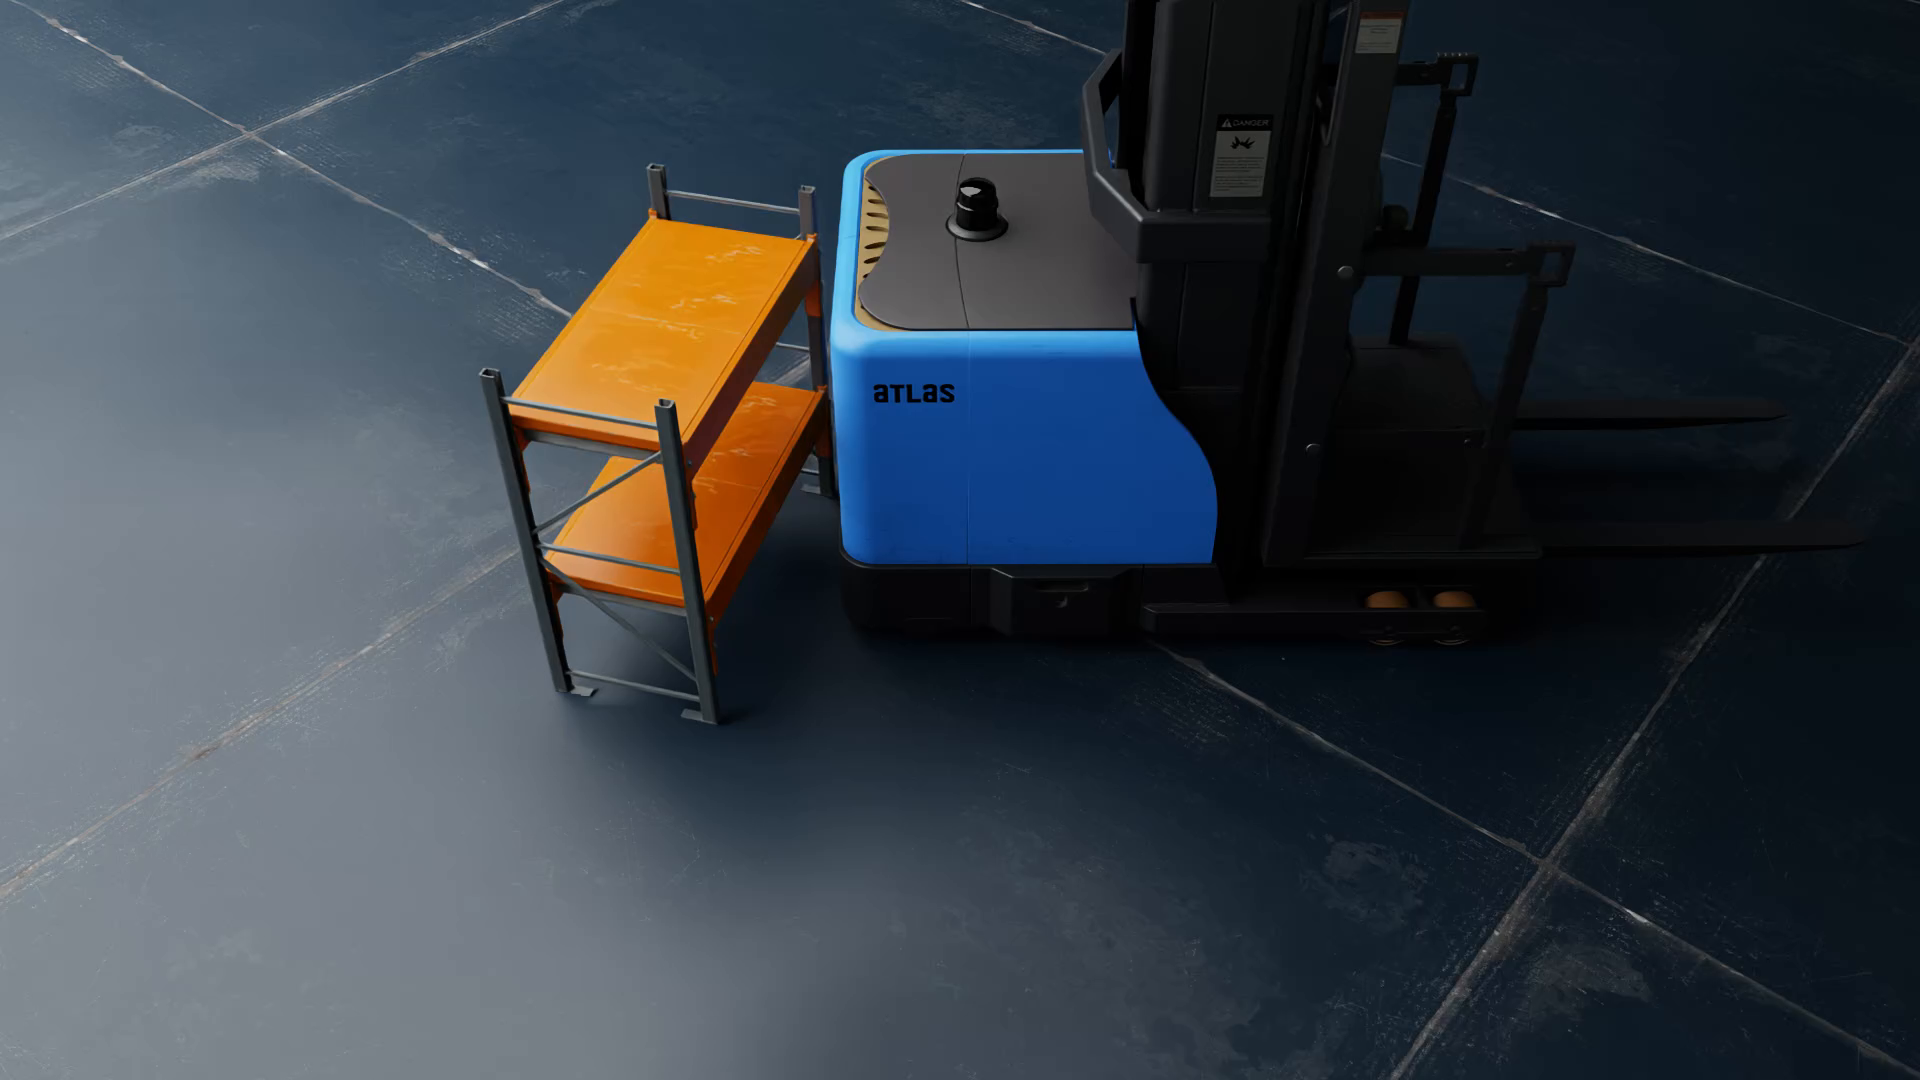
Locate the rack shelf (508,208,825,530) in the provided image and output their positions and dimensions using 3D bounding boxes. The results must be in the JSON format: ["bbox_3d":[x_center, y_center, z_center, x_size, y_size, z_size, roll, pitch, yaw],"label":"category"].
[{"bbox_3d":[-0.785,-0.495,4.523,0.538,0.278,1.000,10,43,11],"label":"rack shelf"}]

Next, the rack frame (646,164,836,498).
[{"bbox_3d":[-0.650,-0.608,5.083,0.500,1.125,0.032,10,43,11],"label":"rack frame"}]

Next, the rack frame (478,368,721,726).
[{"bbox_3d":[-0.920,0.051,4.357,0.500,1.125,0.032,10,43,11],"label":"rack frame"}]

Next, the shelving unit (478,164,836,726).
[{"bbox_3d":[-0.785,-0.278,4.720,0.538,1.125,1.048,10,43,11],"label":"shelving unit"}]

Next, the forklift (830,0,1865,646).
[{"bbox_3d":[1.163,-1.133,4.318,3.031,2.935,1.130,0,42,0],"label":"forklift"}]

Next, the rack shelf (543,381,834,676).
[{"bbox_3d":[-0.785,-0.098,4.885,0.538,0.278,1.000,10,43,11],"label":"rack shelf"}]
